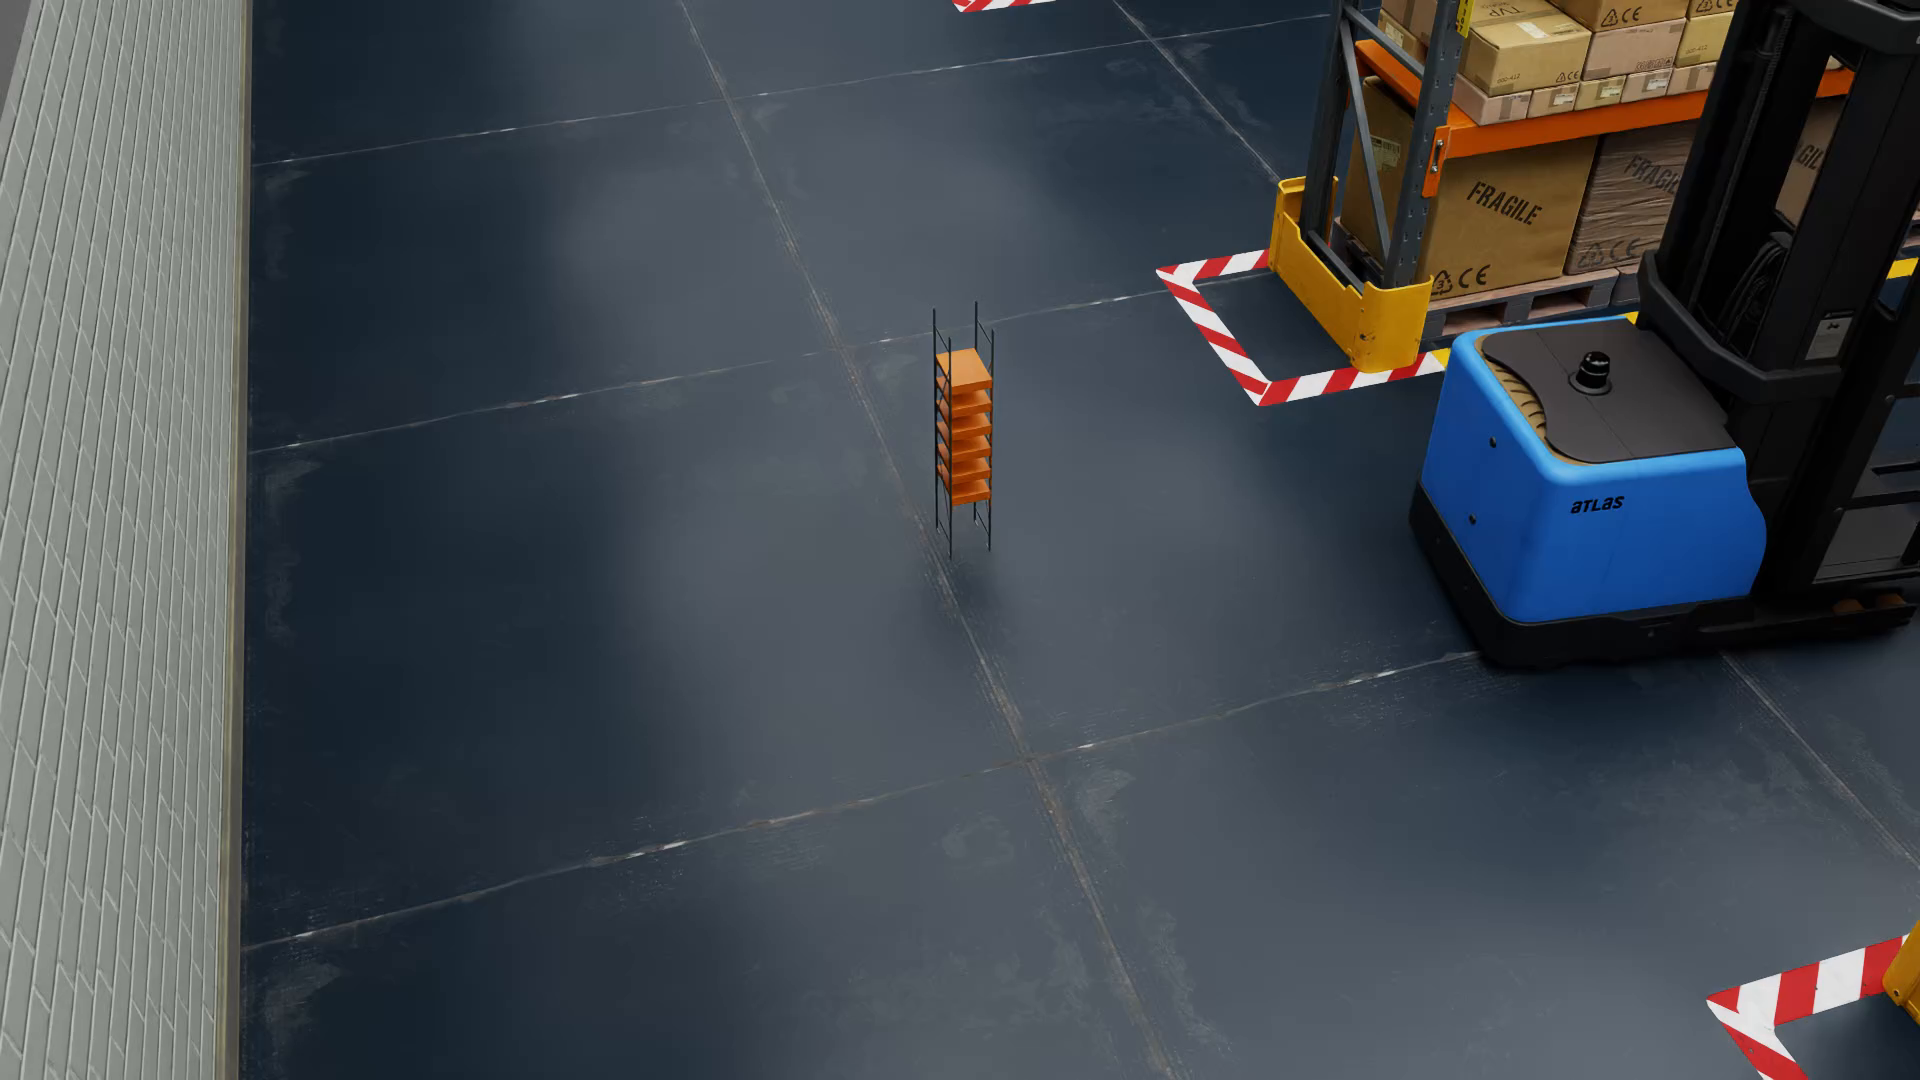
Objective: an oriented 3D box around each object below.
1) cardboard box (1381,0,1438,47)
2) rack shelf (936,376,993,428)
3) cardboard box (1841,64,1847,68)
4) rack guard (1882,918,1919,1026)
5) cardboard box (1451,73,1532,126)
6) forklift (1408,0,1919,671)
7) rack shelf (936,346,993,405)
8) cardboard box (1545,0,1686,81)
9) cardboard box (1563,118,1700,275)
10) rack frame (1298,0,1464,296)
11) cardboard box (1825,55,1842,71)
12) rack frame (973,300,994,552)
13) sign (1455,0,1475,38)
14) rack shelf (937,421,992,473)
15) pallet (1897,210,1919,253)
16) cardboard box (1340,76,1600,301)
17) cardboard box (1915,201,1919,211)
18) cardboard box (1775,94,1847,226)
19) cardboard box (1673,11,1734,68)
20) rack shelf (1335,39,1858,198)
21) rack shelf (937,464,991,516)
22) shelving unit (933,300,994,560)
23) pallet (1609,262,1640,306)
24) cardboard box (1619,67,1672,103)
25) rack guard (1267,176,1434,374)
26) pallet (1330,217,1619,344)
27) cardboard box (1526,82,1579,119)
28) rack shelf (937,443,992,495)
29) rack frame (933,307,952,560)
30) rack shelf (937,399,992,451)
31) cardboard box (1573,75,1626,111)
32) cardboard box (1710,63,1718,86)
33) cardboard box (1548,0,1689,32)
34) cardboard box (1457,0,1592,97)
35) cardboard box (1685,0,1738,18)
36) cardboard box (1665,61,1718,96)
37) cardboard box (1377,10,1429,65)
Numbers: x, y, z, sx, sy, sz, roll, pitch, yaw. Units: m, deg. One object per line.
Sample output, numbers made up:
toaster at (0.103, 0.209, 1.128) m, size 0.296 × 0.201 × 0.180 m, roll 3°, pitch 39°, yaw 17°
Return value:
cardboard box at (2.462, -2.700, 8.298) m, size 0.500 × 0.250 × 0.500 m, roll -12°, pitch 43°, yaw -14°
rack shelf at (0.014, -0.602, 7.079) m, size 0.180 × 0.103 × 0.258 m, roll -12°, pitch 42°, yaw -13°
cardboard box at (4.477, -2.558, 8.439) m, size 0.250 × 0.149 × 0.380 m, roll -12°, pitch 43°, yaw -14°
rack guard at (3.549, 1.680, 5.297) m, size 0.348 × 0.500 × 1.175 m, roll -12°, pitch 42°, yaw -13°
cardboard box at (2.518, -2.151, 7.973) m, size 0.250 × 0.149 × 0.380 m, roll -11°, pitch 42°, yaw -13°
forklift at (3.612, -1.026, 6.547) m, size 3.031 × 2.935 × 1.130 m, roll -7°, pitch 42°, yaw -8°
rack shelf at (0.014, -0.692, 7.000) m, size 0.180 × 0.103 × 0.258 m, roll -12°, pitch 42°, yaw -13°
cardboard box at (3.113, -2.470, 8.035) m, size 0.500 × 0.250 × 0.500 m, roll -12°, pitch 43°, yaw -14°
cardboard box at (3.534, -2.097, 9.016) m, size 0.875 × 0.875 × 0.875 m, roll -12°, pitch 42°, yaw -13°
rack frame at (2.080, -2.382, 8.047) m, size 0.127 × 3.000 × 1.000 m, roll -12°, pitch 42°, yaw -13°
cardboard box at (4.234, -2.509, 8.382) m, size 0.250 × 0.149 × 0.380 m, roll -11°, pitch 42°, yaw -12°
rack frame at (0.101, -0.473, 7.229) m, size 0.006 × 1.200 × 0.240 m, roll -12°, pitch 42°, yaw -13°
sign at (2.241, -2.389, 7.336) m, size 0.005 × 0.325 × 0.100 m, roll -12°, pitch 42°, yaw -13°
rack shelf at (0.014, -0.421, 7.237) m, size 0.180 × 0.103 × 0.258 m, roll -12°, pitch 42°, yaw -13°
pallet at (5.146, -2.022, 9.753) m, size 1.213 × 0.211 × 1.003 m, roll -12°, pitch 42°, yaw -13°
cardboard box at (2.666, -1.917, 8.810) m, size 0.875 × 0.875 × 0.875 m, roll -12°, pitch 42°, yaw -13°
cardboard box at (5.242, -2.451, 9.421) m, size 0.875 × 0.875 × 0.875 m, roll -12°, pitch 42°, yaw -13°
cardboard box at (4.383, -2.273, 9.217) m, size 0.875 × 0.875 × 0.875 m, roll -12°, pitch 42°, yaw -13°
cardboard box at (3.593, -2.567, 8.146) m, size 0.500 × 0.250 × 0.500 m, roll -13°, pitch 43°, yaw -14°
rack shelf at (3.988, -2.507, 8.736) m, size 4.000 × 0.370 × 1.077 m, roll -12°, pitch 42°, yaw -13°
rack shelf at (0.014, -0.241, 7.395) m, size 0.180 × 0.103 × 0.258 m, roll -12°, pitch 42°, yaw -13°
shelving unit at (0.014, -0.455, 7.208) m, size 0.189 × 1.200 × 0.258 m, roll -12°, pitch 42°, yaw -13°
pallet at (3.981, -1.778, 9.474) m, size 1.213 × 0.211 × 1.003 m, roll -12°, pitch 42°, yaw -13°
cardboard box at (3.254, -2.306, 8.150) m, size 0.250 × 0.149 × 0.380 m, roll -12°, pitch 43°, yaw -14°
rack guard at (2.057, -1.436, 8.864) m, size 0.348 × 0.500 × 1.175 m, roll -12°, pitch 42°, yaw -13°
pallet at (2.819, -1.539, 9.201) m, size 1.213 × 0.211 × 1.003 m, roll -12°, pitch 42°, yaw -13°
cardboard box at (2.762, -2.203, 8.032) m, size 0.250 × 0.149 × 0.380 m, roll -12°, pitch 43°, yaw -14°
rack shelf at (0.014, -0.331, 7.316) m, size 0.180 × 0.103 × 0.258 m, roll -12°, pitch 42°, yaw -13°
rack frame at (-0.073, -0.437, 7.187) m, size 0.006 × 1.200 × 0.240 m, roll -12°, pitch 42°, yaw -13°
rack shelf at (0.014, -0.512, 7.158) m, size 0.180 × 0.103 × 0.258 m, roll -12°, pitch 42°, yaw -13°
cardboard box at (3.006, -2.253, 8.090) m, size 0.250 × 0.149 × 0.380 m, roll -13°, pitch 43°, yaw -14°
cardboard box at (3.743, -2.407, 8.265) m, size 0.250 × 0.149 × 0.380 m, roll -12°, pitch 43°, yaw -14°
cardboard box at (3.096, -2.745, 7.779) m, size 0.500 × 0.500 × 0.500 m, roll -13°, pitch 43°, yaw -14°
cardboard box at (2.619, -2.363, 7.913) m, size 0.500 × 0.250 × 0.500 m, roll -13°, pitch 43°, yaw -14°
cardboard box at (3.588, -2.851, 7.901) m, size 0.500 × 0.500 × 0.500 m, roll -13°, pitch 43°, yaw -14°
cardboard box at (3.497, -2.355, 8.206) m, size 0.250 × 0.149 × 0.380 m, roll -12°, pitch 43°, yaw -14°
cardboard box at (2.321, -2.565, 8.446) m, size 0.250 × 0.149 × 0.380 m, roll -11°, pitch 42°, yaw -12°
